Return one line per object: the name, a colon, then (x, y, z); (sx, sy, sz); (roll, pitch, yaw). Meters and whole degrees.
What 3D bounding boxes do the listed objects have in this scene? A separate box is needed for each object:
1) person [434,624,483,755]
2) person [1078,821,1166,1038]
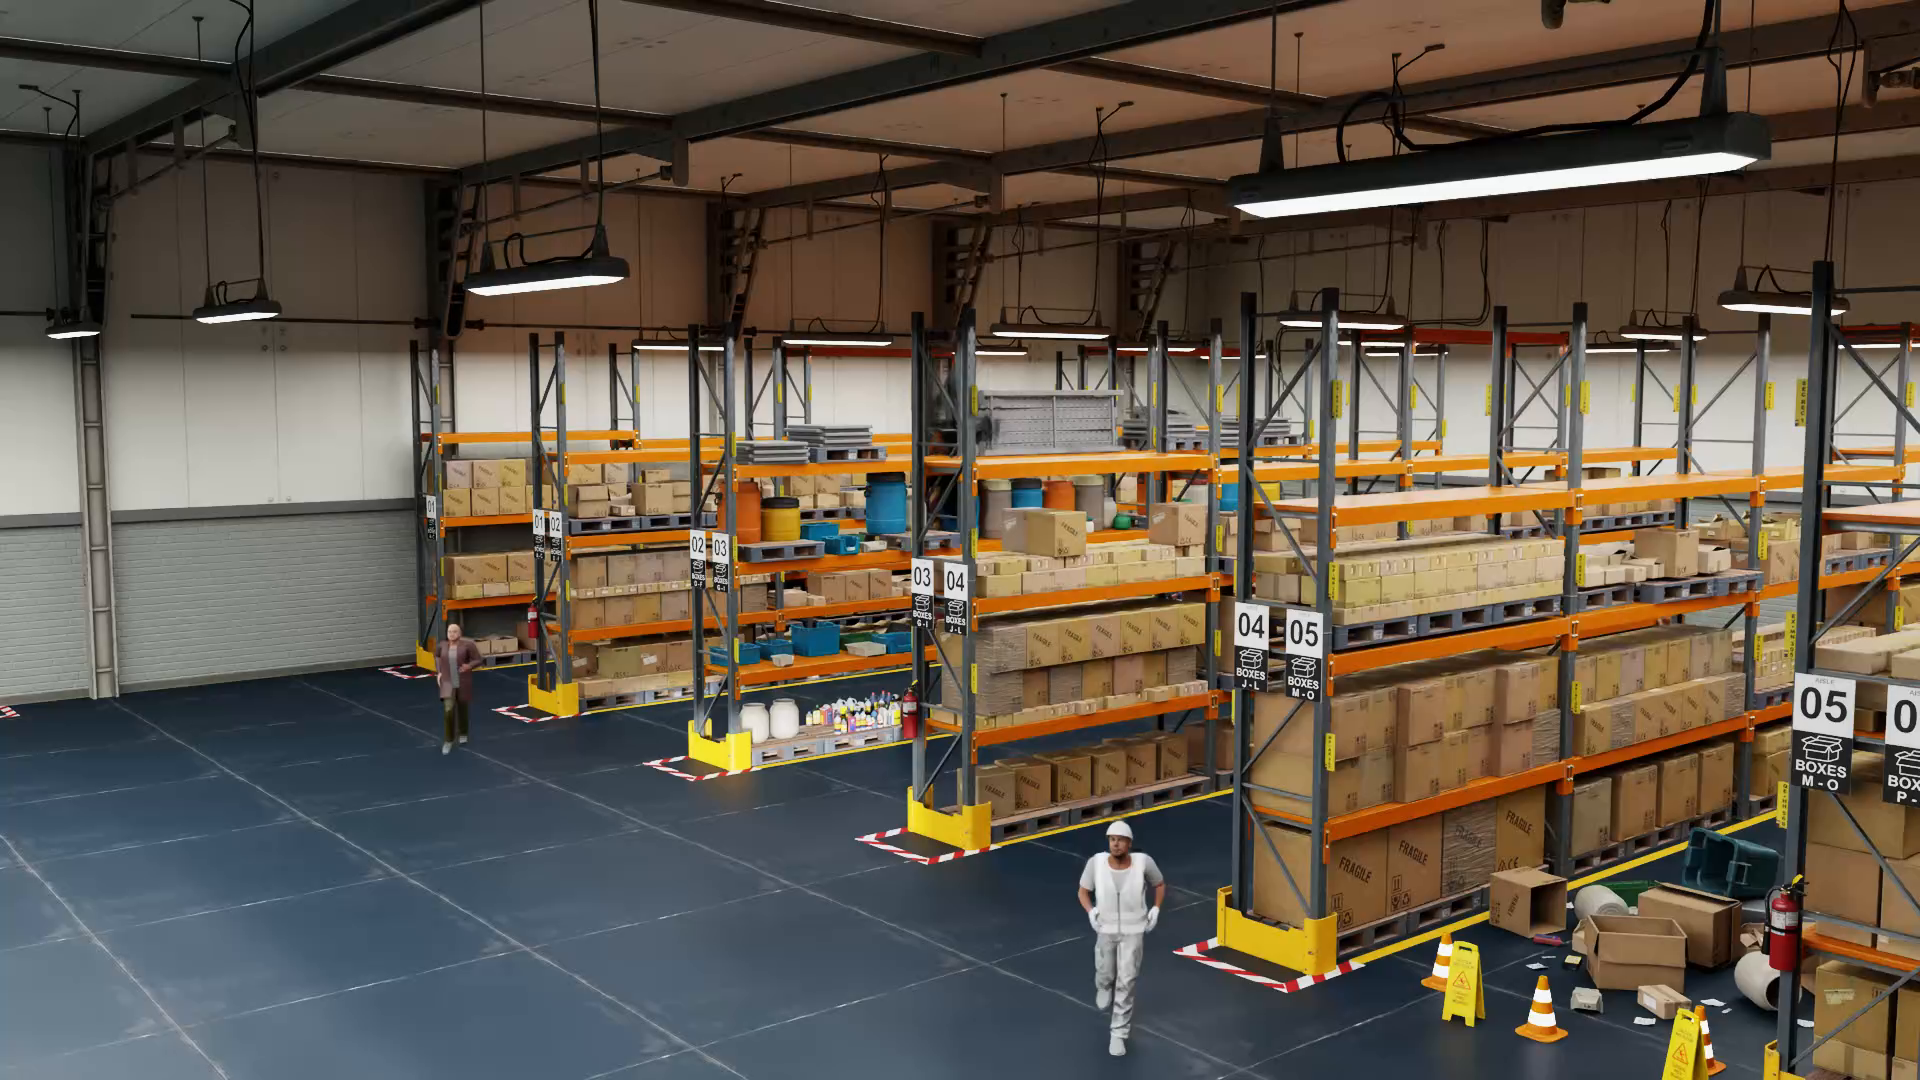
person: (-7.136, 2.095, 23.637); (0.687, 1.842, 0.864); (-1, 5, -11)
person: (1.278, 3.046, 13.165); (0.689, 1.704, 0.743); (1, 5, 9)
